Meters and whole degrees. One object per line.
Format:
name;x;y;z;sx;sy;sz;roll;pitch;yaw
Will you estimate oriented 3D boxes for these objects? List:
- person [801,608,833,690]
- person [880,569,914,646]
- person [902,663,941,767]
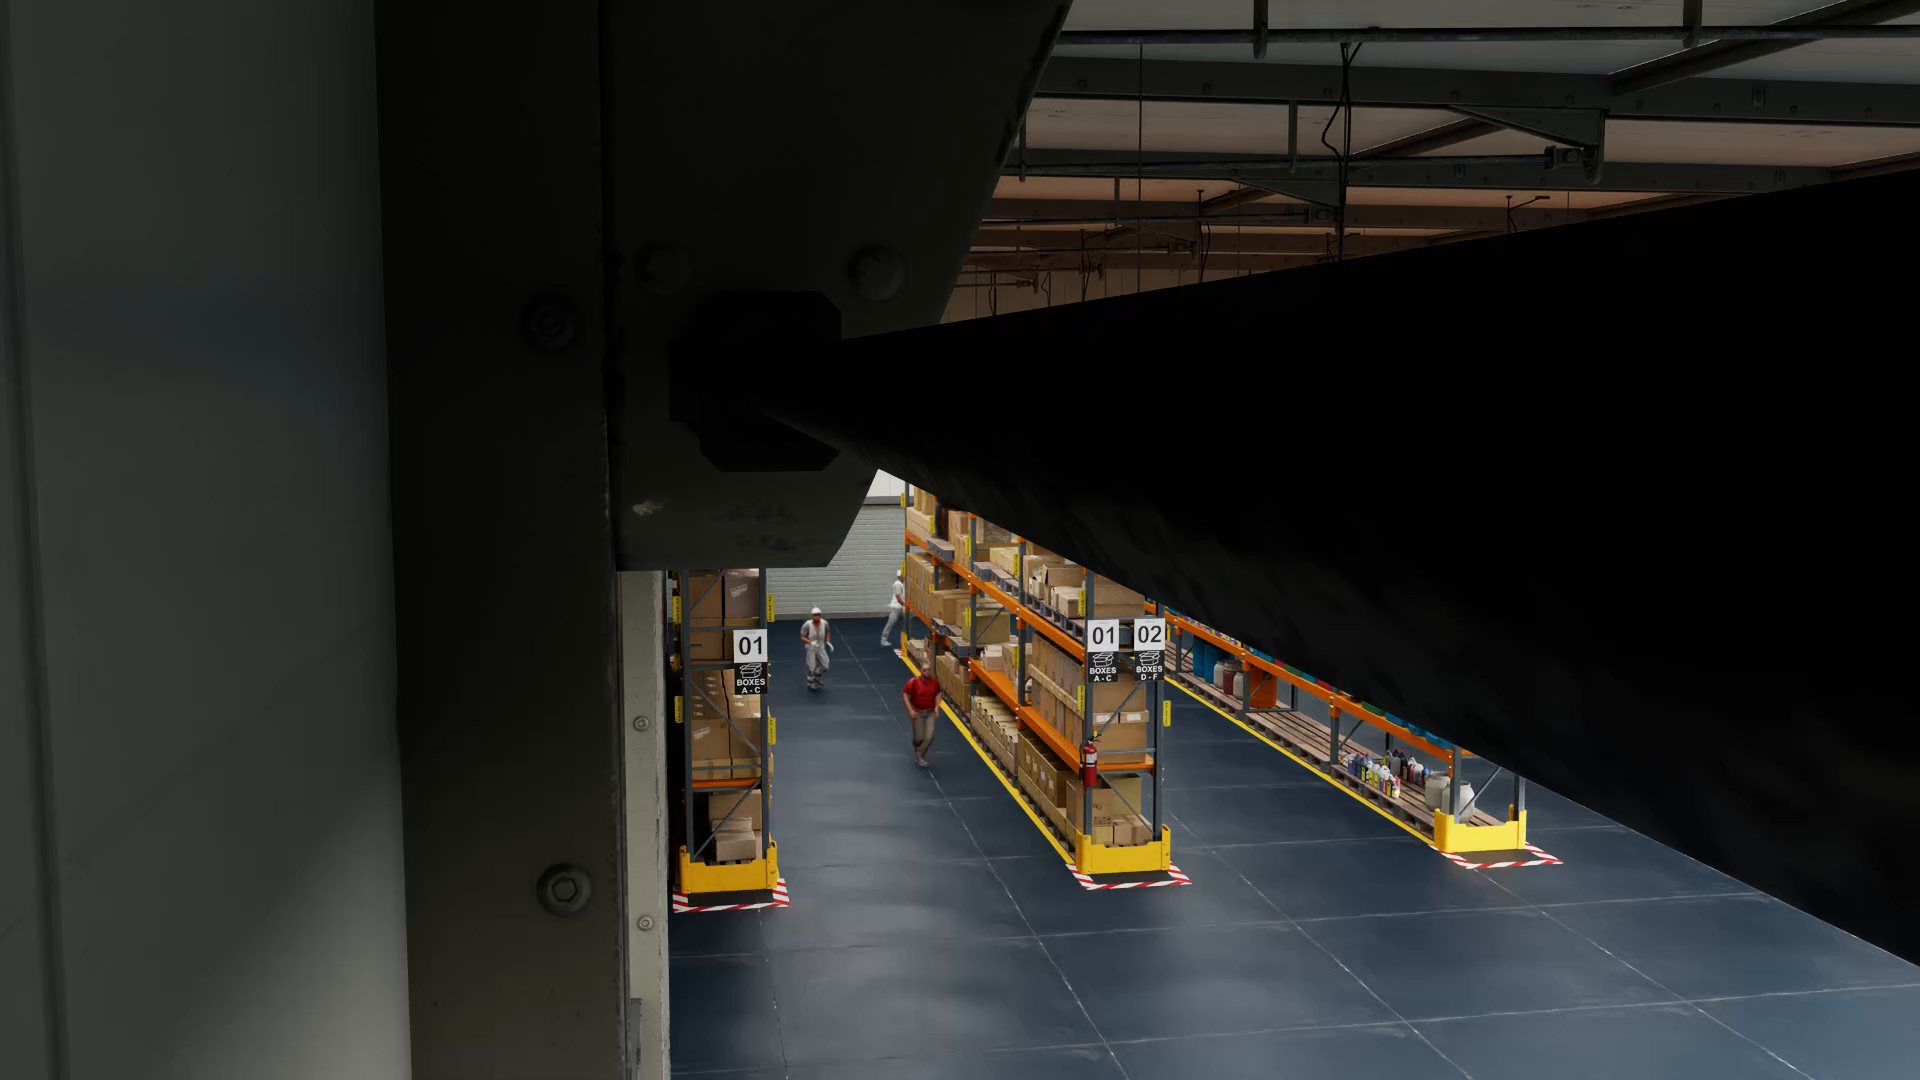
person;-2.804;2.132;32.533;0.681;1.676;0.769;-3;6;-24
person;-1.386;1.523;37.536;0.807;1.748;0.638;1;6;12
person;-0.614;2.761;26.541;0.661;1.670;0.572;-2;6;-19
